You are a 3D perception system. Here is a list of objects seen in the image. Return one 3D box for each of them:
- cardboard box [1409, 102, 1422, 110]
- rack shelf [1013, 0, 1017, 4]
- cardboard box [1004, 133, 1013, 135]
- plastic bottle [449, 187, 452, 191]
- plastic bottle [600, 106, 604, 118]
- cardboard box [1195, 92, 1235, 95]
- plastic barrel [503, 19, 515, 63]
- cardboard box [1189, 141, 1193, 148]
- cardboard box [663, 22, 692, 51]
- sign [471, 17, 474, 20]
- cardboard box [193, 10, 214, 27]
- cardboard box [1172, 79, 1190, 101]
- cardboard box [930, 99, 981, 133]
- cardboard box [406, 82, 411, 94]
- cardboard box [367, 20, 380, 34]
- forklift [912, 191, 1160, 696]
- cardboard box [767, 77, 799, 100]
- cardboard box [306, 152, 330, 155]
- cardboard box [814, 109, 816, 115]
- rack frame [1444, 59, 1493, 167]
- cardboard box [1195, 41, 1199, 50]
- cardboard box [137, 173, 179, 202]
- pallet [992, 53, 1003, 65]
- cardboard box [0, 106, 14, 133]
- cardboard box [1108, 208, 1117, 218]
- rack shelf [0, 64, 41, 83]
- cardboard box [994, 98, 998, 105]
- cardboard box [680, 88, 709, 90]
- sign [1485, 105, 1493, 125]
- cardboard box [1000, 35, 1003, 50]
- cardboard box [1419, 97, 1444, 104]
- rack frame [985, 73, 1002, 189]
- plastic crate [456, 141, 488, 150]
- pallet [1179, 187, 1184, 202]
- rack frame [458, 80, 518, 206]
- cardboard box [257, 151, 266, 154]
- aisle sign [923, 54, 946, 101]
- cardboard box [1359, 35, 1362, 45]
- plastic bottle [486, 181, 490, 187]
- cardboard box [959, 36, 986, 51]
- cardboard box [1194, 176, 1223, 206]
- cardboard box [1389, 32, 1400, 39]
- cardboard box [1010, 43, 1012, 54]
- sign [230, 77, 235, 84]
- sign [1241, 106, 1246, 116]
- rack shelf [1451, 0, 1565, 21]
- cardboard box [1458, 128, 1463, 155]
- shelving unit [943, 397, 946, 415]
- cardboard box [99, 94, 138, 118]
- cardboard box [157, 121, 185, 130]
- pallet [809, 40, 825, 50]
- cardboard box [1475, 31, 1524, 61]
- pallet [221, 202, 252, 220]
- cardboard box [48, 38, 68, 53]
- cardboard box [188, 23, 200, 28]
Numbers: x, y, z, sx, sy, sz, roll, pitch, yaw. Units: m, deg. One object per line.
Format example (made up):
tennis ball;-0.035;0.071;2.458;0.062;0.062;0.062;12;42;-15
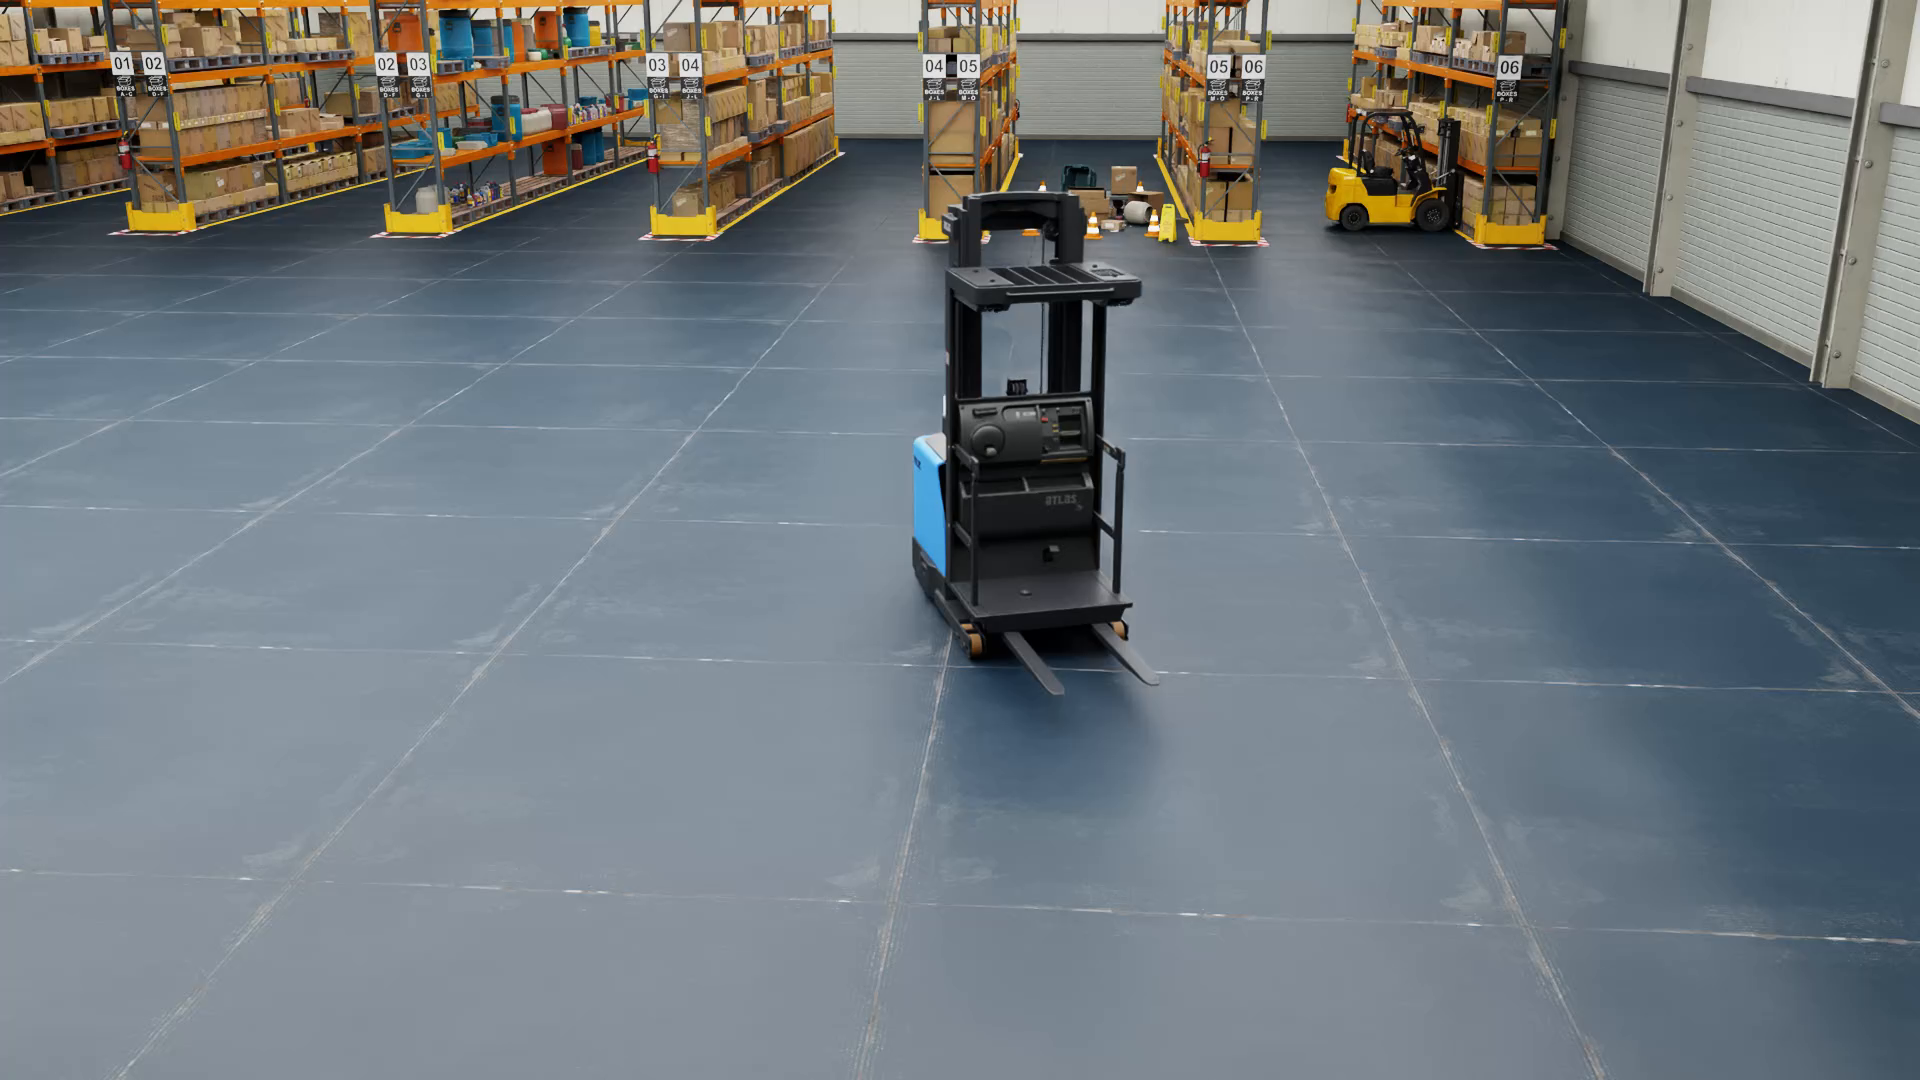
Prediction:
cardboard box;10.007;-9.464;36.287;0.380;0.149;0.250;2;18;6
rack shelf;0.858;-13.761;42.127;1.077;0.370;4.000;1;18;4
cardboard box;1.216;-10.832;44.611;0.380;0.149;0.250;1;18;5
plastic bottle;-10.277;-6.968;33.527;0.061;0.283;0.133;2;18;6
plastic bottle;-8.897;-10.583;41.102;0.152;0.276;0.135;1;18;4
cardboard box;4.770;-8.123;31.152;0.700;0.500;0.500;1;18;4
plastic barrel;-9.825;-10.633;35.433;0.600;0.901;0.708;1;18;4
cardboard box;4.743;-7.858;32.991;0.380;0.149;0.250;1;18;4
cardboard box;-5.227;-9.386;30.992;0.500;0.500;0.500;1;18;4
sign;-13.267;-14.066;45.295;0.100;0.325;0.005;1;18;4
cardboard box;-19.229;-13.286;42.536;0.500;0.500;0.500;1;18;3
cardboard box;5.294;-10.631;39.284;0.500;0.500;0.500;1;18;3
cardboard box;-0.080;-7.604;29.837;0.875;0.550;0.550;1;18;4
cardboard box;-13.791;-11.659;42.422;0.500;0.500;0.500;2;18;5
cardboard box;-14.308;-12.147;39.865;0.600;0.600;0.600;1;18;2
forklift;0.505;-0.740;10.975;1.130;2.935;3.031;-5;19;-14
cardboard box;-4.323;-10.887;40.059;0.797;0.503;0.637;1;18;5
cardboard box;-14.723;-8.757;38.173;0.500;0.311;0.500;2;18;6
cardboard box;-3.853;-10.821;42.033;0.380;0.149;0.250;1;18;2
rack frame;10.037;-7.959;32.894;1.000;3.000;0.127;1;18;4
cardboard box;4.675;-9.419;31.655;0.380;0.149;0.250;1;18;4
cardboard box;-15.224;-6.692;31.566;0.500;0.500;0.500;1;18;4
pallet;0.358;-10.177;35.150;1.003;0.211;1.213;2;18;6
cardboard box;-19.423;-8.451;33.401;0.500;0.500;0.500;1;18;2
cardboard box;2.887;-6.564;33.029;0.258;0.266;0.396;-13;22;-34
rack shelf;-19.764;-9.084;32.666;1.077;0.370;4.000;1;18;4
cardboard box;0.655;-9.893;37.572;0.380;0.149;0.250;1;18;4
cardboard box;-5.155;-8.509;32.330;0.500;0.500;0.500;1;18;4
sign;9.210;-7.396;28.936;0.100;0.325;0.005;1;18;4
cardboard box;0.652;-10.689;35.717;0.500;0.311;0.500;1;18;4
cardboard box;10.517;-9.604;37.082;0.500;0.500;0.500;2;18;7
rack frame;0.428;-9.390;37.262;1.000;3.000;0.127;1;18;4
plastic crate;-9.603;-7.765;32.726;0.530;0.136;0.437;1;18;4
pallet;5.225;-7.365;35.561;1.003;0.211;1.213;1;18;4
rack frame;-9.739;-8.400;34.242;1.000;3.000;0.127;1;18;4
cardboard box;-18.852;-10.504;44.001;0.700;0.500;0.500;1;18;3
aisle sign;-0.450;-8.125;29.228;0.394;0.787;0.004;1;18;4
cardboard box;10.577;-12.891;42.893;0.500;0.250;0.500;2;18;5
plastic bottle;-9.641;-7.147;33.965;0.144;0.351;0.185;1;18;4
cardboard box;0.216;-9.106;30.508;0.500;0.250;0.500;1;18;3
cardboard box;4.631;-6.492;30.956;0.500;0.500;0.500;2;18;6
cardboard box;10.128;-11.653;38.443;0.380;0.149;0.250;1;18;4
cardboard box;1.011;-12.124;41.030;0.500;0.250;0.500;2;18;7
sign;-18.505;-11.609;42.304;0.100;0.325;0.005;1;18;4
sign;5.628;-8.470;33.065;0.100;0.325;0.005;1;18;4
rack shelf;9.894;-9.656;30.239;1.077;0.370;4.000;1;18;4
cardboard box;9.689;-7.555;31.501;0.500;0.500;0.500;1;18;3
shelving unit;0.012;-0.622;13.393;0.258;1.200;0.503;1;18;4
cardboard box;-19.357;-9.974;38.178;0.700;0.500;0.500;-1;18;-3
cardboard box;-14.723;-7.742;31.032;0.380;0.149;0.250;1;18;4
pallet;-4.066;-12.789;42.962;1.003;0.211;1.213;1;18;4
cardboard box;9.712;-8.895;29.940;0.700;0.500;0.500;1;18;4
pallet;-14.863;-6.561;33.106;1.003;0.211;1.213;1;18;4
cardboard box;-19.457;-10.563;35.494;0.500;0.311;0.500;2;18;6
cardboard box;-19.220;-12.517;41.122;0.700;0.500;0.500;0;18;1
